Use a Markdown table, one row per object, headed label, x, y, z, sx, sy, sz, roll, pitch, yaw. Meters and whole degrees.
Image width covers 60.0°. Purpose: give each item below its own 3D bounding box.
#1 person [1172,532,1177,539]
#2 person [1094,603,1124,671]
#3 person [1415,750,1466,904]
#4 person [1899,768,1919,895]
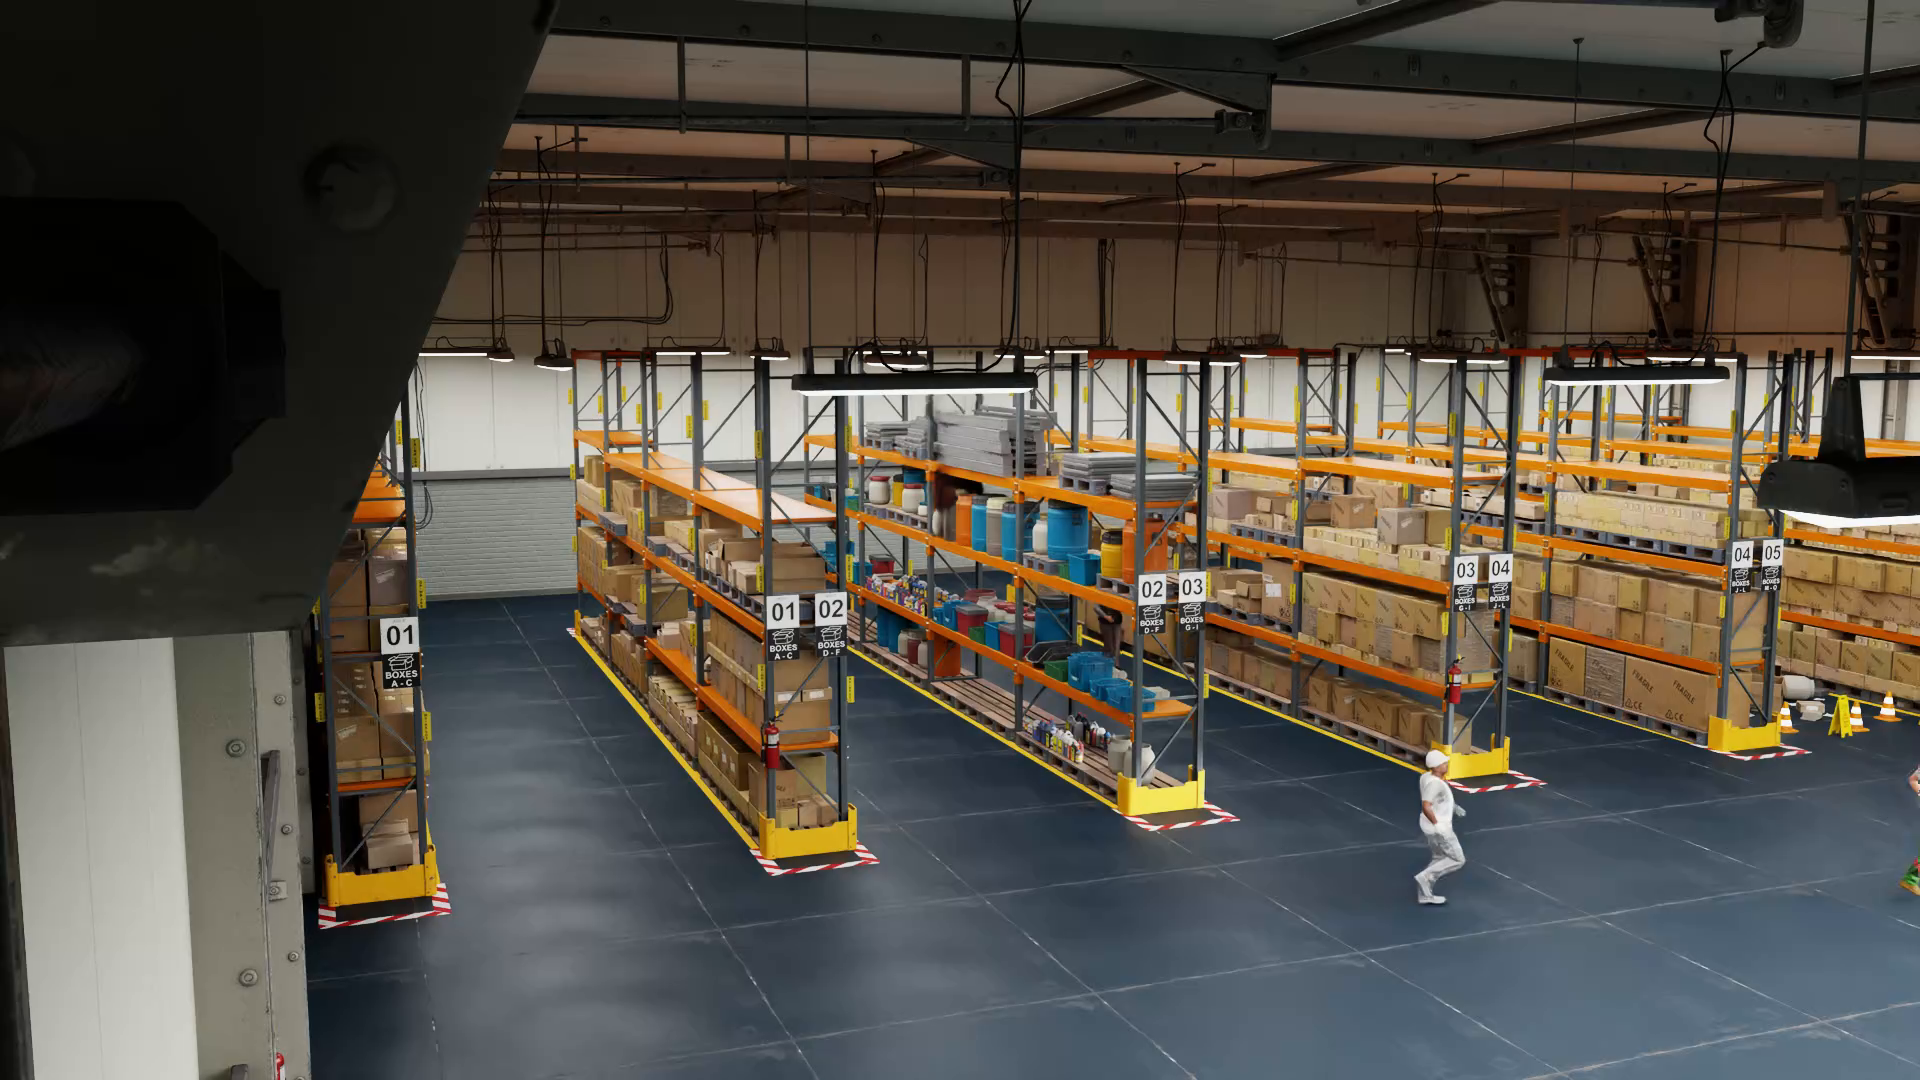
| label | x | y | z | sx | sy | sz | roll | pitch | yaw |
| --- | --- | --- | --- | --- | --- | --- | --- | --- | --- |
| person | 4.983 | 0.690 | 38.809 | 0.734 | 1.738 | 0.648 | 0 | 7 | 0 |
| person | 2.693 | 1.512 | 29.626 | 0.670 | 1.714 | 0.753 | -5 | 9 | -33 |
| person | 5.331 | 3.185 | 18.427 | 0.581 | 1.733 | 0.692 | 0 | 7 | 4 |
| person | 10.965 | 3.127 | 18.548 | 0.869 | 1.828 | 0.653 | 1 | 7 | 9 |
